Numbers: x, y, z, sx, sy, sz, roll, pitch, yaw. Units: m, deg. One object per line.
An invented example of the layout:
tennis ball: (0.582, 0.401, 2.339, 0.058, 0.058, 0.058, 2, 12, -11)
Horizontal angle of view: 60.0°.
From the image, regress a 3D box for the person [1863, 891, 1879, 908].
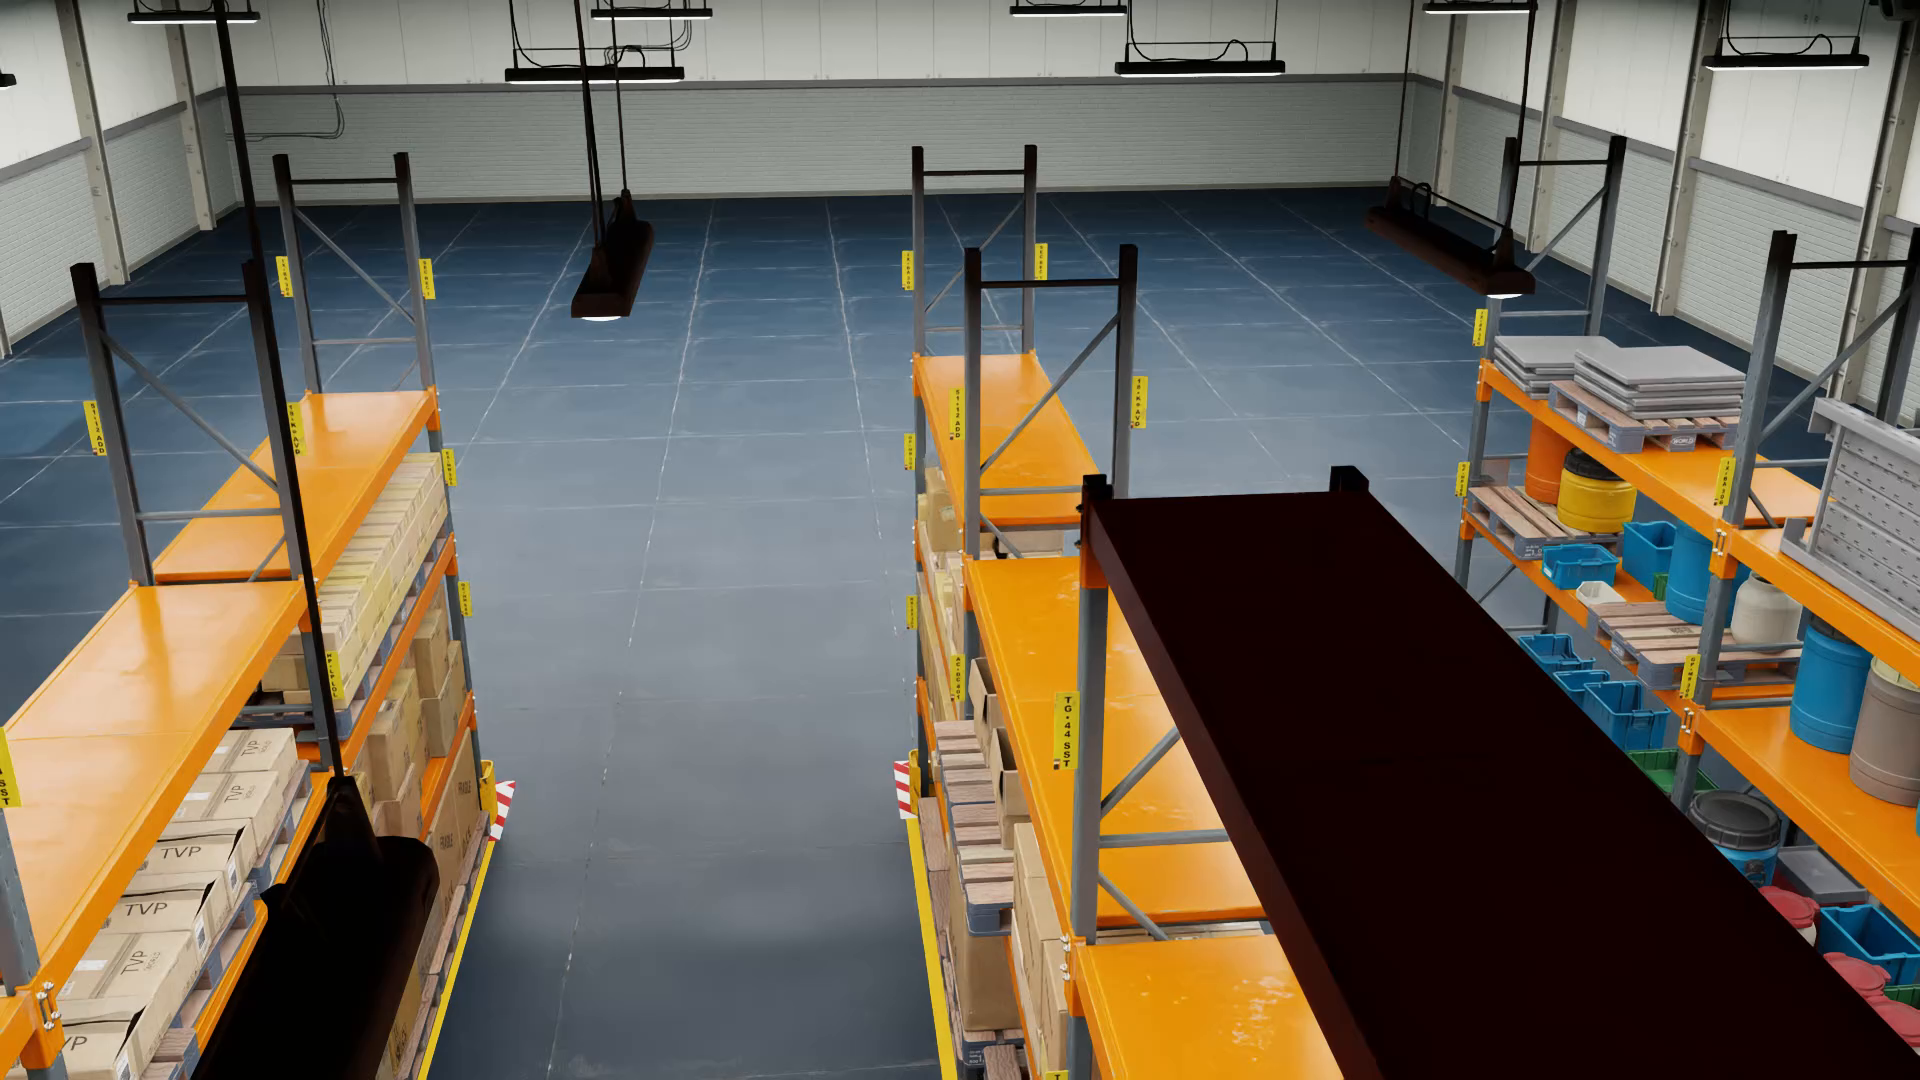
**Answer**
person: (7.094, 2.504, 13.058, 0.500, 1.664, 0.489, 4, 22, 9)
